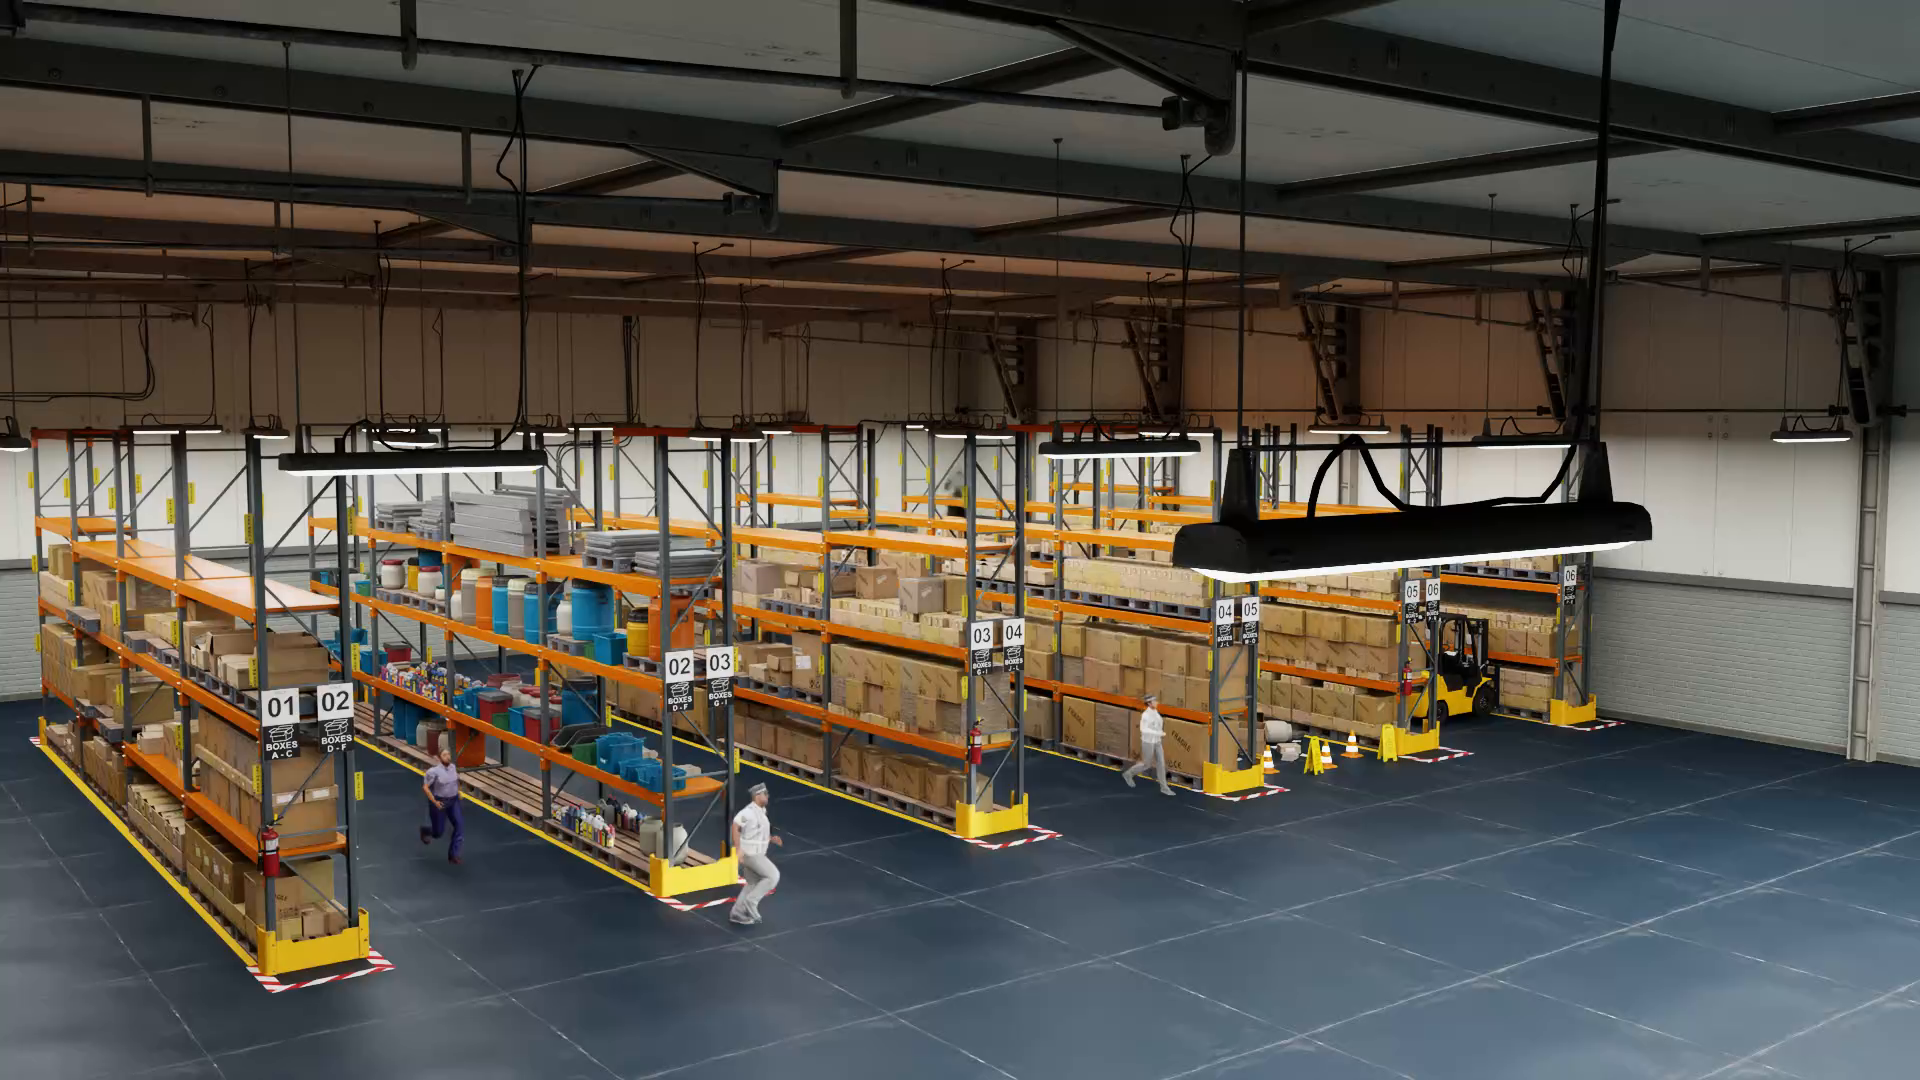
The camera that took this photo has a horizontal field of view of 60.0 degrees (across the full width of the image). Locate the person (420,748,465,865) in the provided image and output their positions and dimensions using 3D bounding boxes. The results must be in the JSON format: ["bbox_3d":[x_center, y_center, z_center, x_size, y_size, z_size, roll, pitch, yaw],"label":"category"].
[{"bbox_3d":[-7.256,3.725,23.357,0.812,1.611,0.605,4,6,42],"label":"person"}]

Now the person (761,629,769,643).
[{"bbox_3d":[-4.985,2.264,41.965,0.637,1.533,0.641,1,5,13],"label":"person"}]

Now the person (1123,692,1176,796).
[{"bbox_3d":[3.117,3.331,27.321,0.933,1.694,0.620,3,5,34],"label":"person"}]

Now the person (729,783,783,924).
[{"bbox_3d":[-2.525,3.866,20.631,0.644,1.705,0.697,0,4,2],"label":"person"}]
